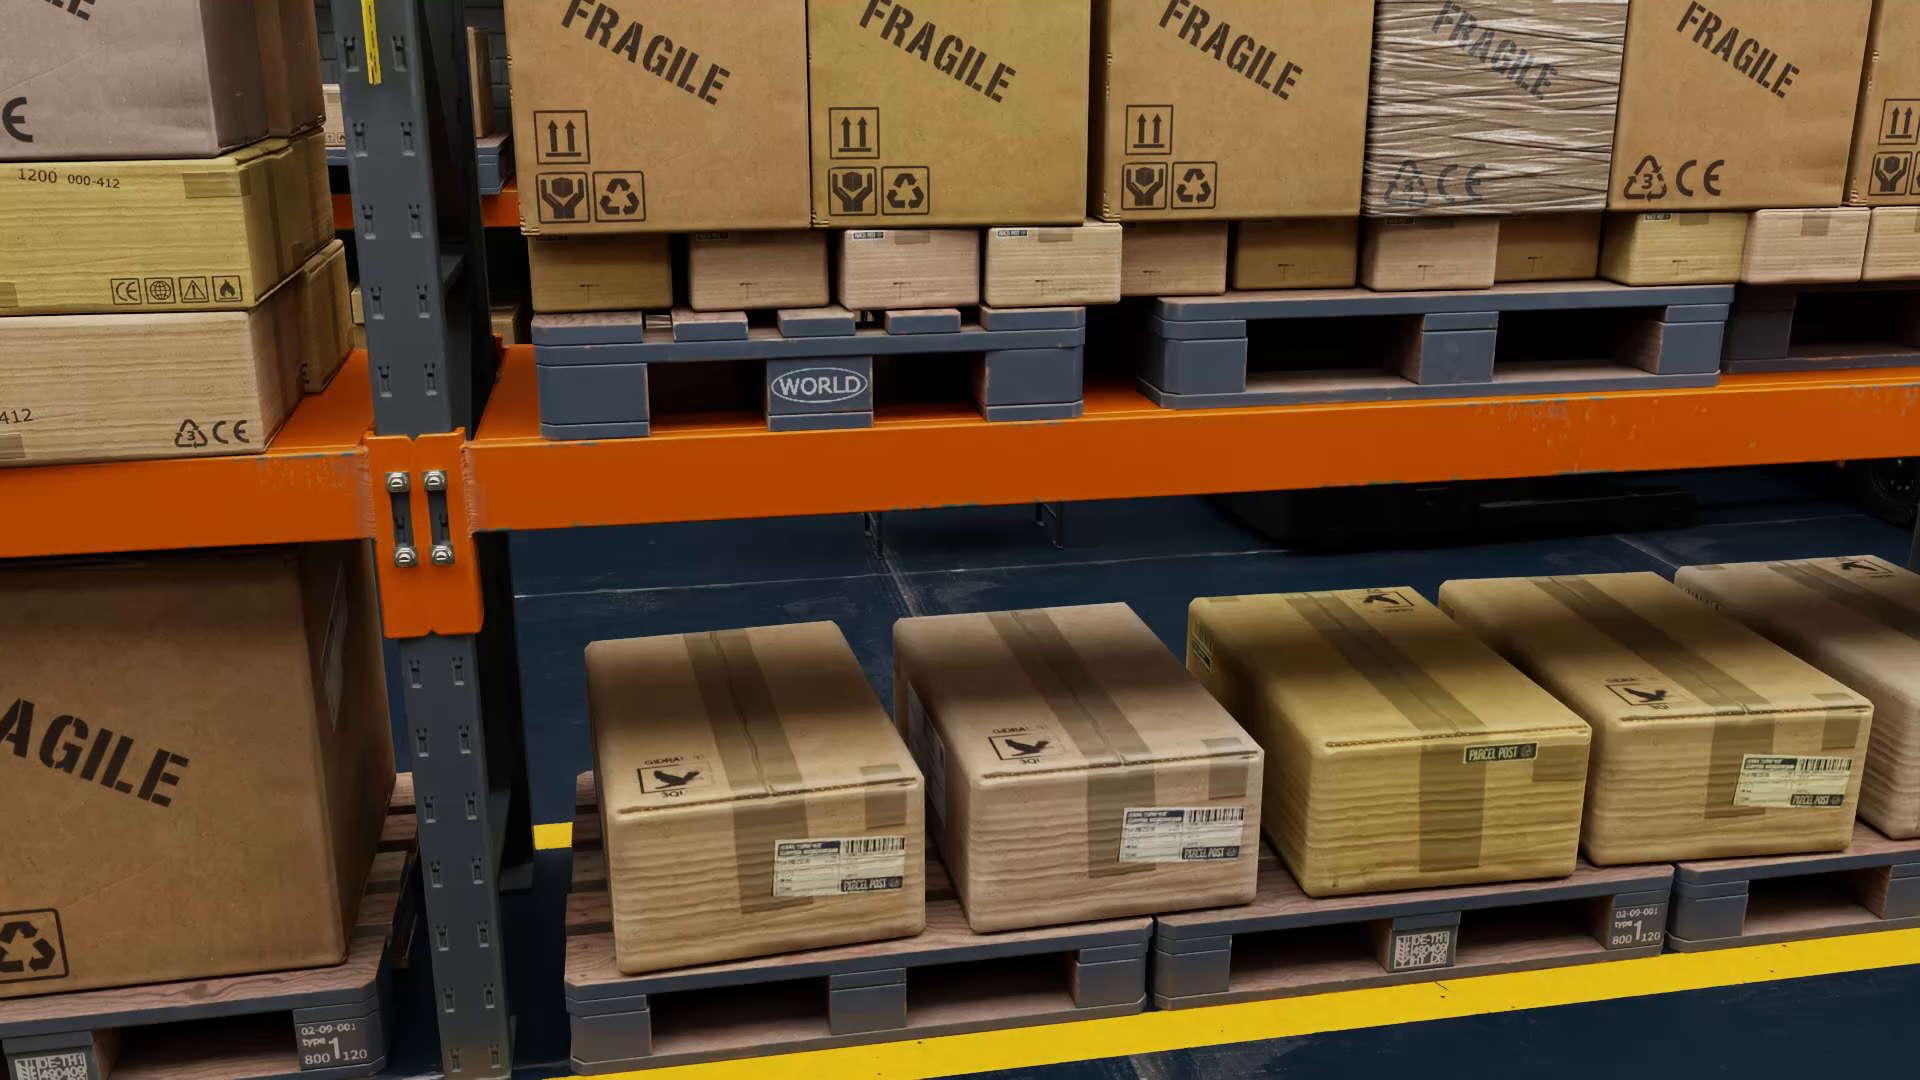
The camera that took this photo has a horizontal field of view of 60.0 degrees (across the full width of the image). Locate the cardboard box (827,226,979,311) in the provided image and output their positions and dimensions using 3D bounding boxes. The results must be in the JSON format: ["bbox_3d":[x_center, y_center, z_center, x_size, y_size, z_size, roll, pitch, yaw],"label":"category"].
[{"bbox_3d":[-0.132,-0.548,3.201,0.250,0.149,0.380,-4,18,-14],"label":"cardboard box"}]

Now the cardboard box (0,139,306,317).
[{"bbox_3d":[-1.475,-0.562,2.937,0.500,0.250,0.500,-3,17,-11],"label":"cardboard box"}]

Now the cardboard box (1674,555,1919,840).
[{"bbox_3d":[2.365,0.367,4.267,0.625,0.372,0.950,-3,17,-10],"label":"cardboard box"}]

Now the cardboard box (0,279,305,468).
[{"bbox_3d":[-1.495,-0.320,3.002,0.500,0.250,0.500,-4,17,-12],"label":"cardboard box"}]

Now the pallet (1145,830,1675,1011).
[{"bbox_3d":[0.915,0.728,4.083,1.213,0.211,1.003,-3,17,-10],"label":"pallet"}]

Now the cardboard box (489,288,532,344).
[{"bbox_3d":[-2.460,-0.989,8.465,0.500,0.500,0.500,-3,17,-8],"label":"cardboard box"}]

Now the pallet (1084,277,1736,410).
[{"bbox_3d":[0.888,-0.526,3.741,1.213,0.211,1.003,-3,17,-10],"label":"pallet"}]

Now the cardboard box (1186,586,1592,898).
[{"bbox_3d":[0.978,0.448,4.006,0.625,0.372,0.950,-3,17,-9],"label":"cardboard box"}]

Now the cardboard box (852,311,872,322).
[{"bbox_3d":[-0.738,-1.061,8.486,0.625,0.625,0.875,-3,17,-9],"label":"cardboard box"}]

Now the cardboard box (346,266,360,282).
[{"bbox_3d":[-3.059,-1.259,8.238,0.250,0.149,0.380,-3,17,-10],"label":"cardboard box"}]

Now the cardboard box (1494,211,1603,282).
[{"bbox_3d":[1.144,-0.653,3.540,0.250,0.149,0.380,-4,17,-12],"label":"cardboard box"}]

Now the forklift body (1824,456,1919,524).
[{"bbox_3d":[4.346,-1.334,7.492,1.214,2.155,2.313,-3,17,-10],"label":"forklift body"}]

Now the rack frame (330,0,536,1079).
[{"bbox_3d":[-1.048,-0.495,3.315,0.127,3.000,1.000,-3,17,-10],"label":"rack frame"}]

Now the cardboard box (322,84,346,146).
[{"bbox_3d":[-2.967,-1.903,7.438,0.500,0.250,0.500,-4,18,-13],"label":"cardboard box"}]

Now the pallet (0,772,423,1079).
[{"bbox_3d":[-1.836,0.860,3.652,1.213,0.211,1.003,-3,17,-10],"label":"pallet"}]

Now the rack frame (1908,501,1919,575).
[{"bbox_3d":[2.880,-0.718,4.040,0.127,3.000,1.000,-3,17,-10],"label":"rack frame"}]

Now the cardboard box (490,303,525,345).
[{"bbox_3d":[-2.367,-0.846,8.000,0.500,0.500,0.500,-3,17,-9],"label":"cardboard box"}]

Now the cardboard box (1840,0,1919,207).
[{"bbox_3d":[1.983,-0.989,3.530,0.500,0.500,0.500,-3,17,-10],"label":"cardboard box"}]

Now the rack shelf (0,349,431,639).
[{"bbox_3d":[-3.011,-0.040,3.058,4.000,0.370,1.077,-3,17,-10],"label":"rack shelf"}]

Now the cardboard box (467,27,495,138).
[{"bbox_3d":[-2.528,-2.191,7.950,0.500,0.500,0.500,-2,17,-8],"label":"cardboard box"}]

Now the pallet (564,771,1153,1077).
[{"bbox_3d":[-0.280,0.795,3.865,1.213,0.211,1.003,-3,17,-10],"label":"pallet"}]

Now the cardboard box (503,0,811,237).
[{"bbox_3d":[-0.562,-0.844,3.059,0.500,0.500,0.500,-4,17,-12],"label":"cardboard box"}]

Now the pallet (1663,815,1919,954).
[{"bbox_3d":[2.116,0.659,4.307,1.213,0.211,1.003,-3,17,-10],"label":"pallet"}]

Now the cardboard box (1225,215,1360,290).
[{"bbox_3d":[0.634,-0.621,3.436,0.250,0.149,0.380,-3,17,-8],"label":"cardboard box"}]

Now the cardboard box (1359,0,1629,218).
[{"bbox_3d":[0.961,-0.932,3.347,0.500,0.500,0.500,-4,18,-13],"label":"cardboard box"}]

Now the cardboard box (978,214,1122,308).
[{"bbox_3d":[0.142,-0.558,3.231,0.250,0.149,0.380,-3,17,-10],"label":"cardboard box"}]

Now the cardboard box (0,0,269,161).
[{"bbox_3d":[-1.506,-0.917,2.814,0.500,0.500,0.500,-4,17,-12],"label":"cardboard box"}]

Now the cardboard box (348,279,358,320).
[{"bbox_3d":[-2.959,-1.115,7.771,0.250,0.149,0.380,-4,17,-12],"label":"cardboard box"}]

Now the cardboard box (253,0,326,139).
[{"bbox_3d":[-1.578,-1.064,3.294,0.500,0.500,0.500,-4,17,-12],"label":"cardboard box"}]

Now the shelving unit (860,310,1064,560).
[{"bbox_3d":[0.007,-0.717,6.593,0.755,1.500,0.431,-3,17,-10],"label":"shelving unit"}]

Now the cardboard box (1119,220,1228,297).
[{"bbox_3d":[0.364,-0.594,3.348,0.250,0.149,0.380,-2,17,-7],"label":"cardboard box"}]

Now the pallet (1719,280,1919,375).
[{"bbox_3d":[2.102,-0.626,4.067,1.213,0.211,1.003,-3,17,-10],"label":"pallet"}]

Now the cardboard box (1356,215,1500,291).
[{"bbox_3d":[0.903,-0.616,3.422,0.250,0.149,0.380,-3,17,-9],"label":"cardboard box"}]

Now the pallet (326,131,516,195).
[{"bbox_3d":[-2.645,-1.776,7.812,1.003,0.211,1.213,-3,17,-10],"label":"pallet"}]

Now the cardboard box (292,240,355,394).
[{"bbox_3d":[-1.576,-0.469,3.484,0.500,0.250,0.500,-4,17,-11],"label":"cardboard box"}]

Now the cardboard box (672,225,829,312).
[{"bbox_3d":[-0.409,-0.546,3.194,0.250,0.149,0.380,-4,18,-14],"label":"cardboard box"}]

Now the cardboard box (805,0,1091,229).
[{"bbox_3d":[-0.052,-0.875,3.161,0.500,0.500,0.500,-2,17,-8],"label":"cardboard box"}]

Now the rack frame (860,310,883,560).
[{"bbox_3d":[-0.353,-0.697,6.526,0.023,1.500,0.400,-3,17,-10],"label":"rack frame"}]

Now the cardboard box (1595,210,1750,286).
[{"bbox_3d":[1.423,-0.638,3.492,0.250,0.149,0.380,-3,17,-10],"label":"cardboard box"}]

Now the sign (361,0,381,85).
[{"bbox_3d":[-0.939,-0.889,2.625,0.005,0.325,0.100,-3,17,-10],"label":"sign"}]

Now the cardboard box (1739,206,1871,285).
[{"bbox_3d":[1.669,-0.641,3.502,0.250,0.149,0.380,-3,17,-10],"label":"cardboard box"}]

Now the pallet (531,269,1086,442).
[{"bbox_3d":[-0.368,-0.474,3.572,1.003,0.211,1.213,-3,17,-10],"label":"pallet"}]

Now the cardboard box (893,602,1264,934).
[{"bbox_3d":[0.232,0.488,3.874,0.625,0.372,0.950,-4,17,-12],"label":"cardboard box"}]

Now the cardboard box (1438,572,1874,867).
[{"bbox_3d":[1.660,0.408,4.134,0.625,0.372,0.950,-2,17,-7],"label":"cardboard box"}]

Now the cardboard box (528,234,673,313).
[{"bbox_3d":[-0.693,-0.540,3.175,0.250,0.149,0.380,-4,18,-14],"label":"cardboard box"}]

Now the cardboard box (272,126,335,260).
[{"bbox_3d":[-1.592,-0.705,3.404,0.500,0.250,0.500,-3,17,-11],"label":"cardboard box"}]

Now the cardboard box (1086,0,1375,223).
[{"bbox_3d":[0.469,-0.907,3.263,0.500,0.500,0.500,-3,17,-10],"label":"cardboard box"}]

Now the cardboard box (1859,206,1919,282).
[{"bbox_3d":[1.918,-0.656,3.552,0.250,0.149,0.380,-4,17,-11],"label":"cardboard box"}]

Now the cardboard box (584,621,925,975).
[{"bbox_3d":[-0.491,0.532,3.732,0.625,0.372,0.950,-4,18,-14],"label":"cardboard box"}]

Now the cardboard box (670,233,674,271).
[{"bbox_3d":[-0.521,-0.698,3.687,0.250,0.149,0.380,-3,17,-10],"label":"cardboard box"}]

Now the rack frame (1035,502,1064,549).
[{"bbox_3d":[0.366,-0.738,6.659,0.023,1.500,0.400,-3,17,-10],"label":"rack frame"}]

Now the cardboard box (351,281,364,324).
[{"bbox_3d":[-2.692,-1.117,7.777,0.250,0.149,0.380,-4,18,-13],"label":"cardboard box"}]

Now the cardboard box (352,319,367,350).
[{"bbox_3d":[-2.861,-0.821,7.919,0.500,0.500,0.500,-4,17,-11],"label":"cardboard box"}]

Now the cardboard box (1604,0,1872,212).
[{"bbox_3d":[1.475,-0.962,3.442,0.500,0.500,0.500,-3,17,-9],"label":"cardboard box"}]

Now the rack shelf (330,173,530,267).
[{"bbox_3d":[-3.957,-1.471,7.716,4.000,0.370,1.077,-3,17,-10],"label":"rack shelf"}]

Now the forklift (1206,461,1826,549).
[{"bbox_3d":[2.584,-1.581,6.968,3.031,2.935,1.130,-4,18,-14],"label":"forklift"}]

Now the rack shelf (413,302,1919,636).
[{"bbox_3d":[0.916,-0.263,3.783,4.000,0.370,1.077,-3,17,-10],"label":"rack shelf"}]

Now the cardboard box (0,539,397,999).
[{"bbox_3d":[-1.742,0.334,3.518,0.875,0.875,0.875,-3,17,-11],"label":"cardboard box"}]

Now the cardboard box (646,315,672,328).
[{"bbox_3d":[-1.378,-1.022,8.360,0.625,0.625,0.875,-3,17,-9],"label":"cardboard box"}]
